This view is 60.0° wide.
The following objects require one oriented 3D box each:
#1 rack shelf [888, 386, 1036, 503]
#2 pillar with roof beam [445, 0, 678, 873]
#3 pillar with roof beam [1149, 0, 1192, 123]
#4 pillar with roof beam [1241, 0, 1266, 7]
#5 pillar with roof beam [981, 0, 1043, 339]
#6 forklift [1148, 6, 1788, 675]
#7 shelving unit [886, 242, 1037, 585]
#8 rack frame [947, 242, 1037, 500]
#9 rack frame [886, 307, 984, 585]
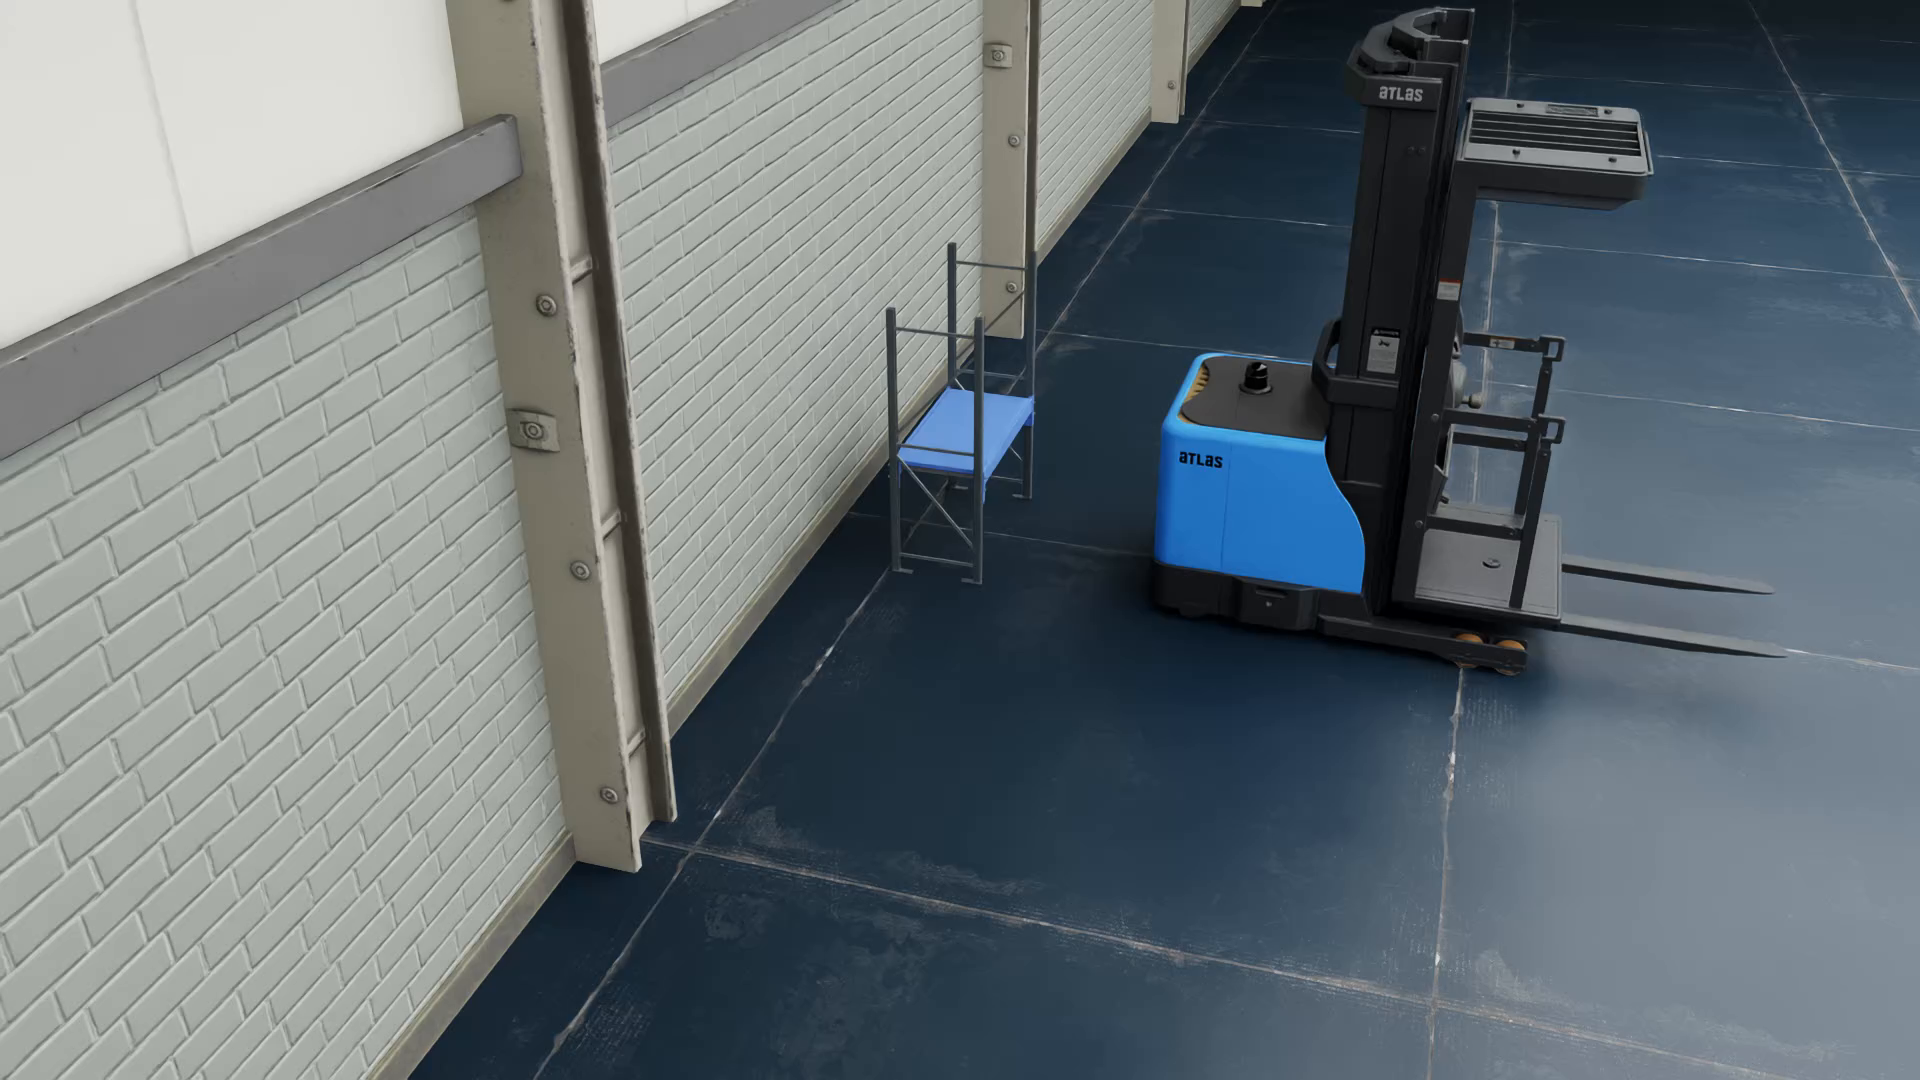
[{"bbox_3d":[0.025,-0.538,9.044,0.538,0.185,1.000,8,30,15],"label":"rack shelf"},{"bbox_3d":[2.701,-2.070,3.714,9.100,9.000,0.400,8,30,15],"label":"pillar with roof beam"},{"bbox_3d":[6.224,-7.646,13.739,9.100,9.000,0.400,8,30,15],"label":"pillar with roof beam"},{"bbox_3d":[7.985,-10.435,18.751,9.100,9.000,0.400,8,30,15],"label":"pillar with roof beam"},{"bbox_3d":[4.463,-4.858,8.726,9.100,9.000,0.400,8,30,15],"label":"pillar with roof beam"},{"bbox_3d":[2.547,-0.915,7.881,3.031,2.935,1.130,9,30,15],"label":"forklift"},{"bbox_3d":[0.025,-0.695,8.957,0.538,1.500,1.048,8,30,15],"label":"shelving unit"},{"bbox_3d":[0.174,-0.931,9.381,0.500,1.500,0.032,8,30,15],"label":"rack frame"},{"bbox_3d":[-0.124,-0.459,8.532,0.500,1.500,0.032,8,30,15],"label":"rack frame"}]
